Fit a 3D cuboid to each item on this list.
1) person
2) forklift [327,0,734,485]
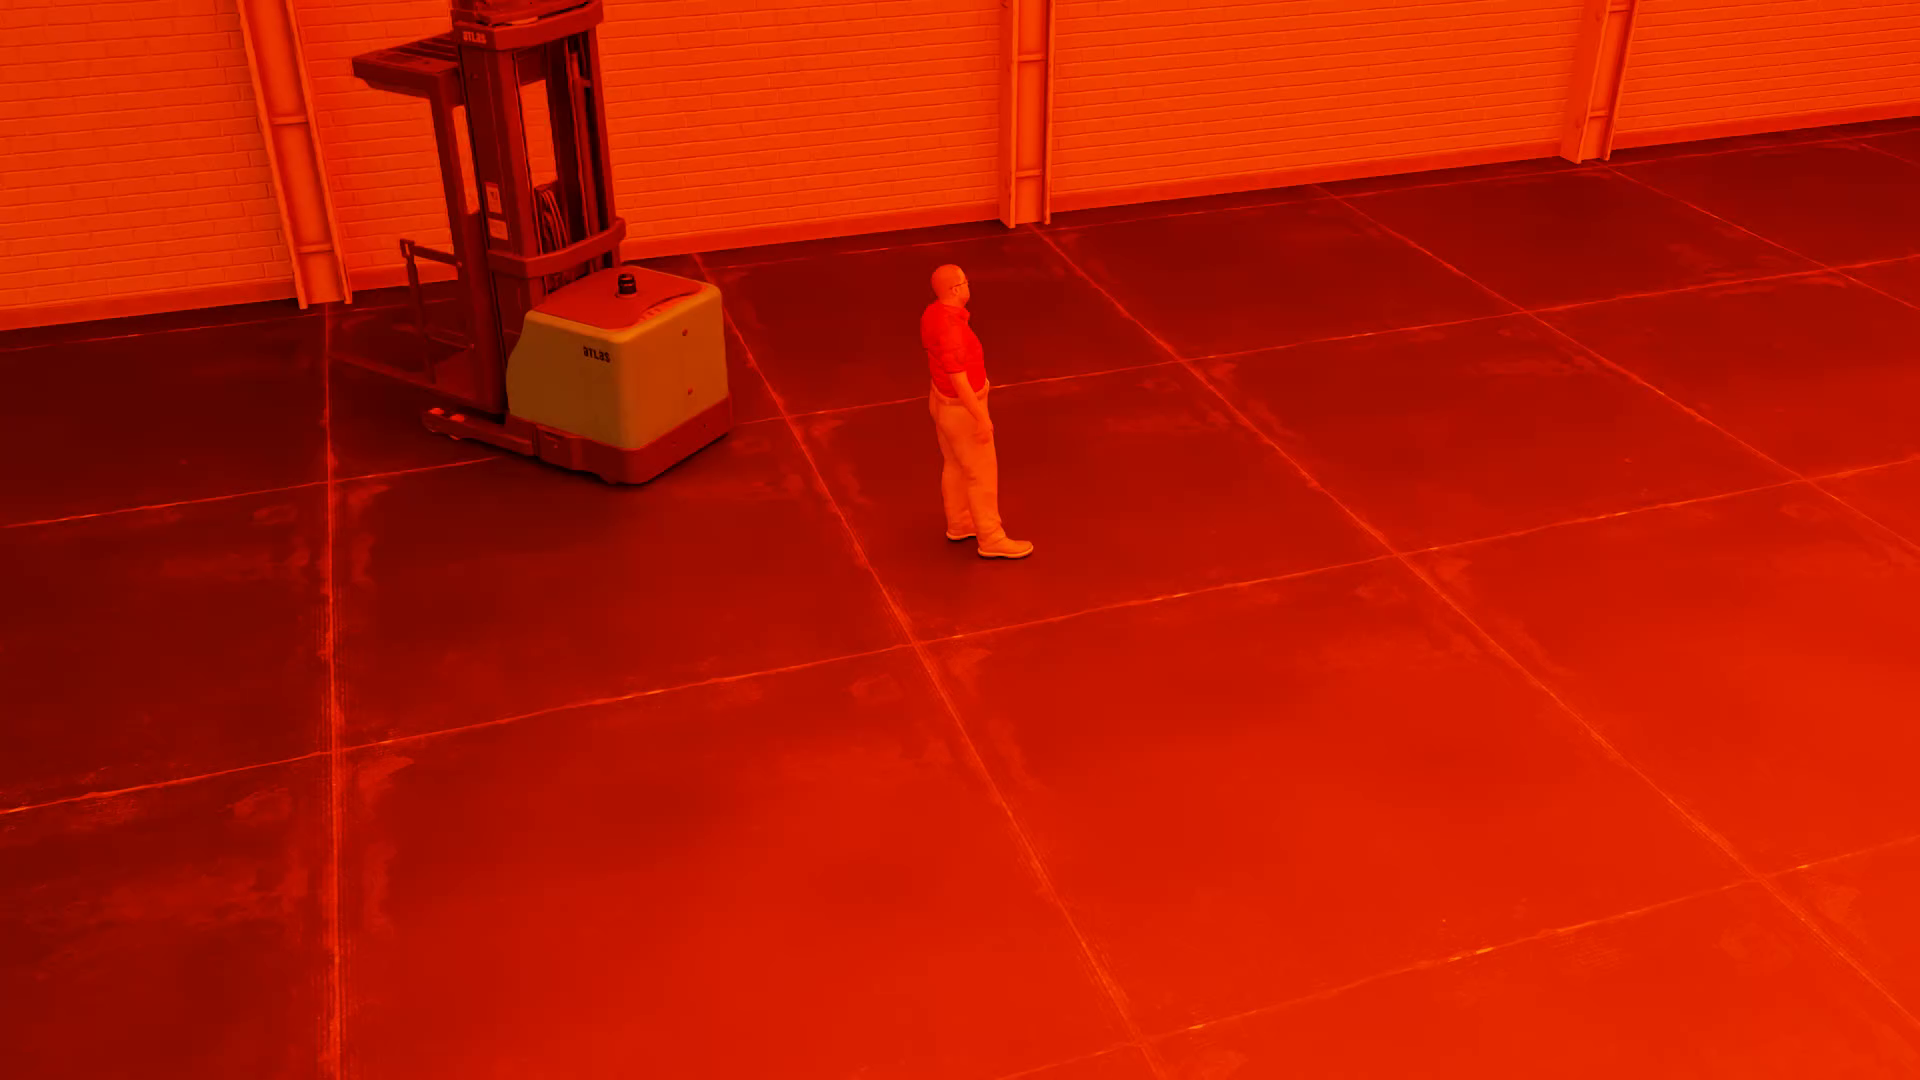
[{"bbox_3d":[0.089,-0.765,9.607,0.550,1.727,0.642,-10,31,-16],"label":"person"},{"bbox_3d":[-3.056,-2.155,10.832,3.031,2.935,1.130,17,34,26],"label":"forklift"}]
